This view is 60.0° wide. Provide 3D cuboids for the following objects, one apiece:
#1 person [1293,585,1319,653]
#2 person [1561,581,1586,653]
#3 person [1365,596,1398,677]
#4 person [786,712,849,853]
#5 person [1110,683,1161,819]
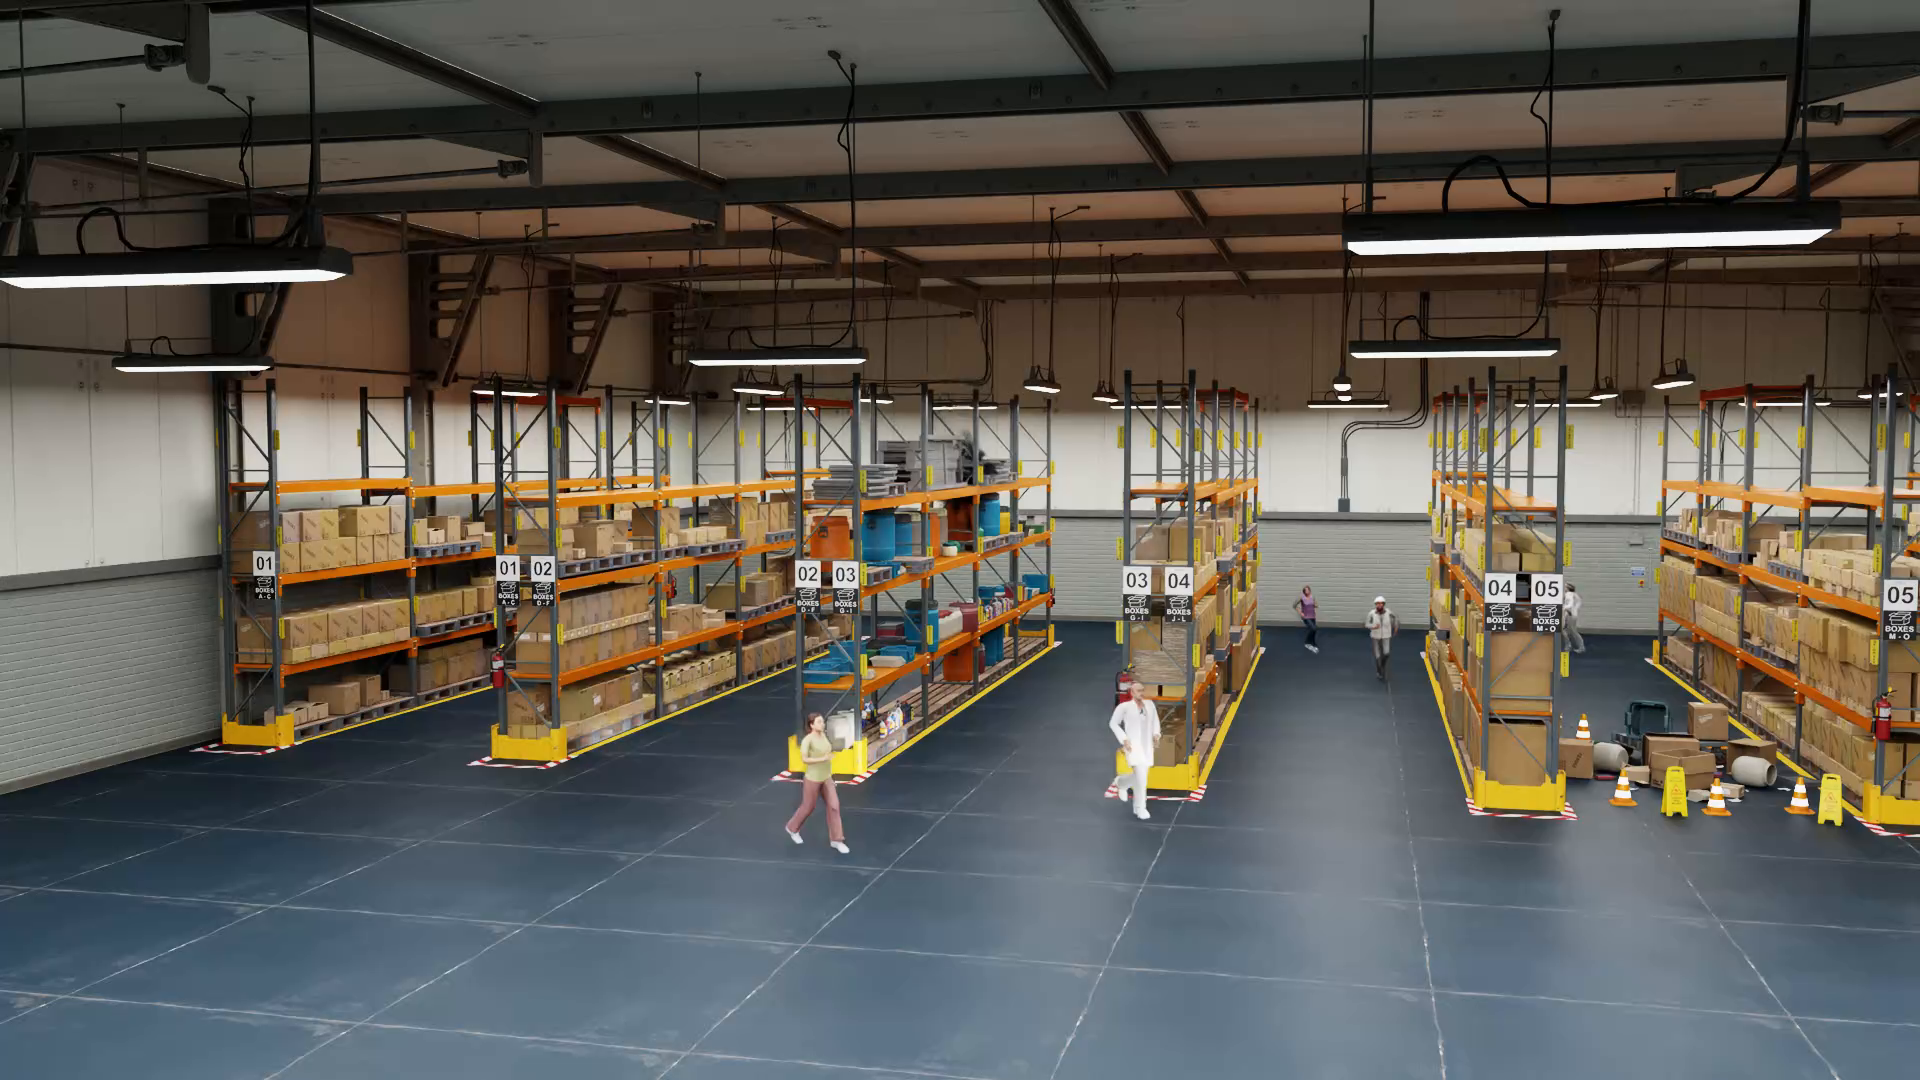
[{"bbox_3d":[8.205,1.857,39.261,0.560,1.579,0.661,-2,4,-27],"label":"person"},{"bbox_3d":[14.299,1.830,38.950,0.718,1.724,0.607,1,4,18],"label":"person"},{"bbox_3d":[8.835,2.035,34.809,0.692,1.721,0.737,1,3,10],"label":"person"},{"bbox_3d":[-1.745,2.926,20.235,0.952,1.669,0.550,3,4,40],"label":"person"},{"bbox_3d":[2.348,2.784,22.313,0.727,1.777,0.848,-2,4,-29],"label":"person"}]
